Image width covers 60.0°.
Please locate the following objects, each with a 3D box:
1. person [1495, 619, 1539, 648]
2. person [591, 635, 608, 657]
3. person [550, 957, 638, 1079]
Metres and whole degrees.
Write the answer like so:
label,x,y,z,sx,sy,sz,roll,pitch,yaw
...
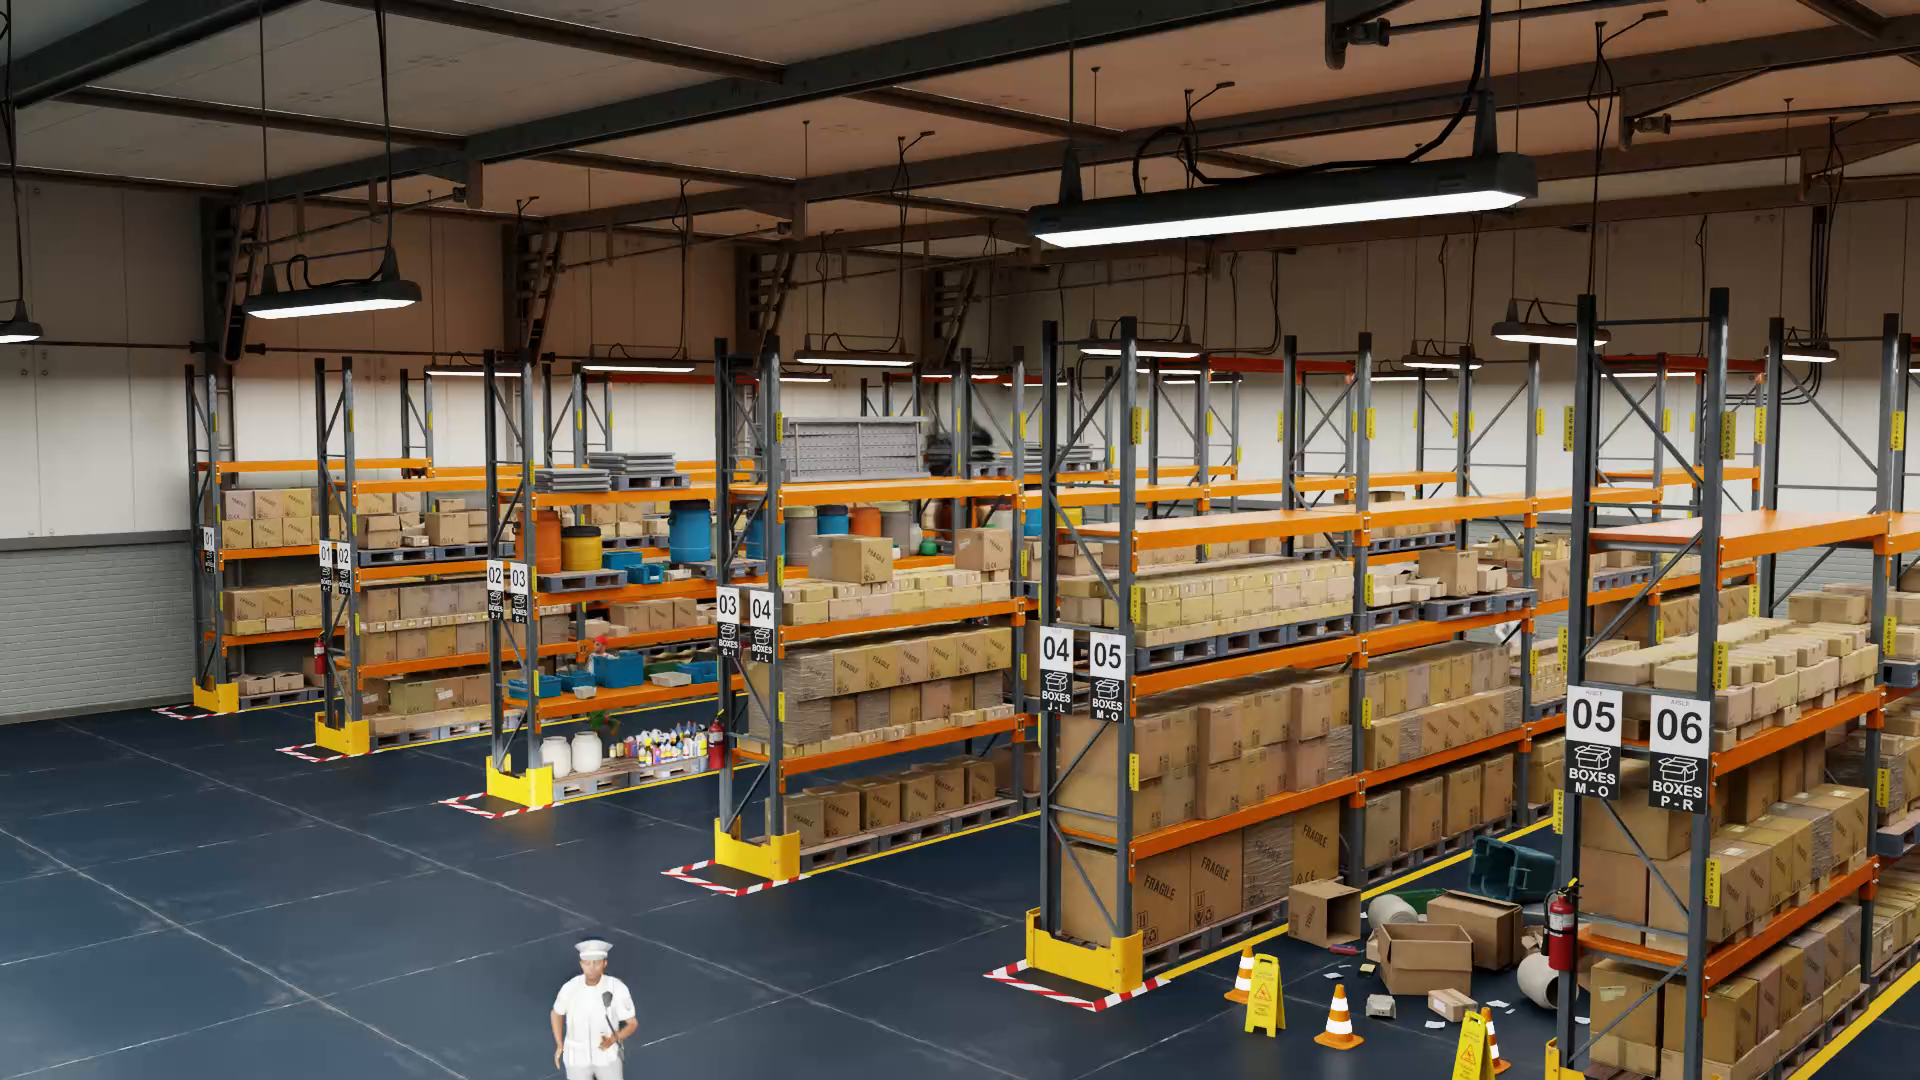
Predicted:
label,x,y,z,sx,sy,sz,roll,pitch,yaw
person,10.208,1.990,30.303,0.715,1.734,0.666,-2,5,-22
person,-5.475,1.826,25.388,0.657,0.741,0.377,3,5,32
person,-2.444,3.497,11.097,0.588,1.624,0.810,-1,4,-8
